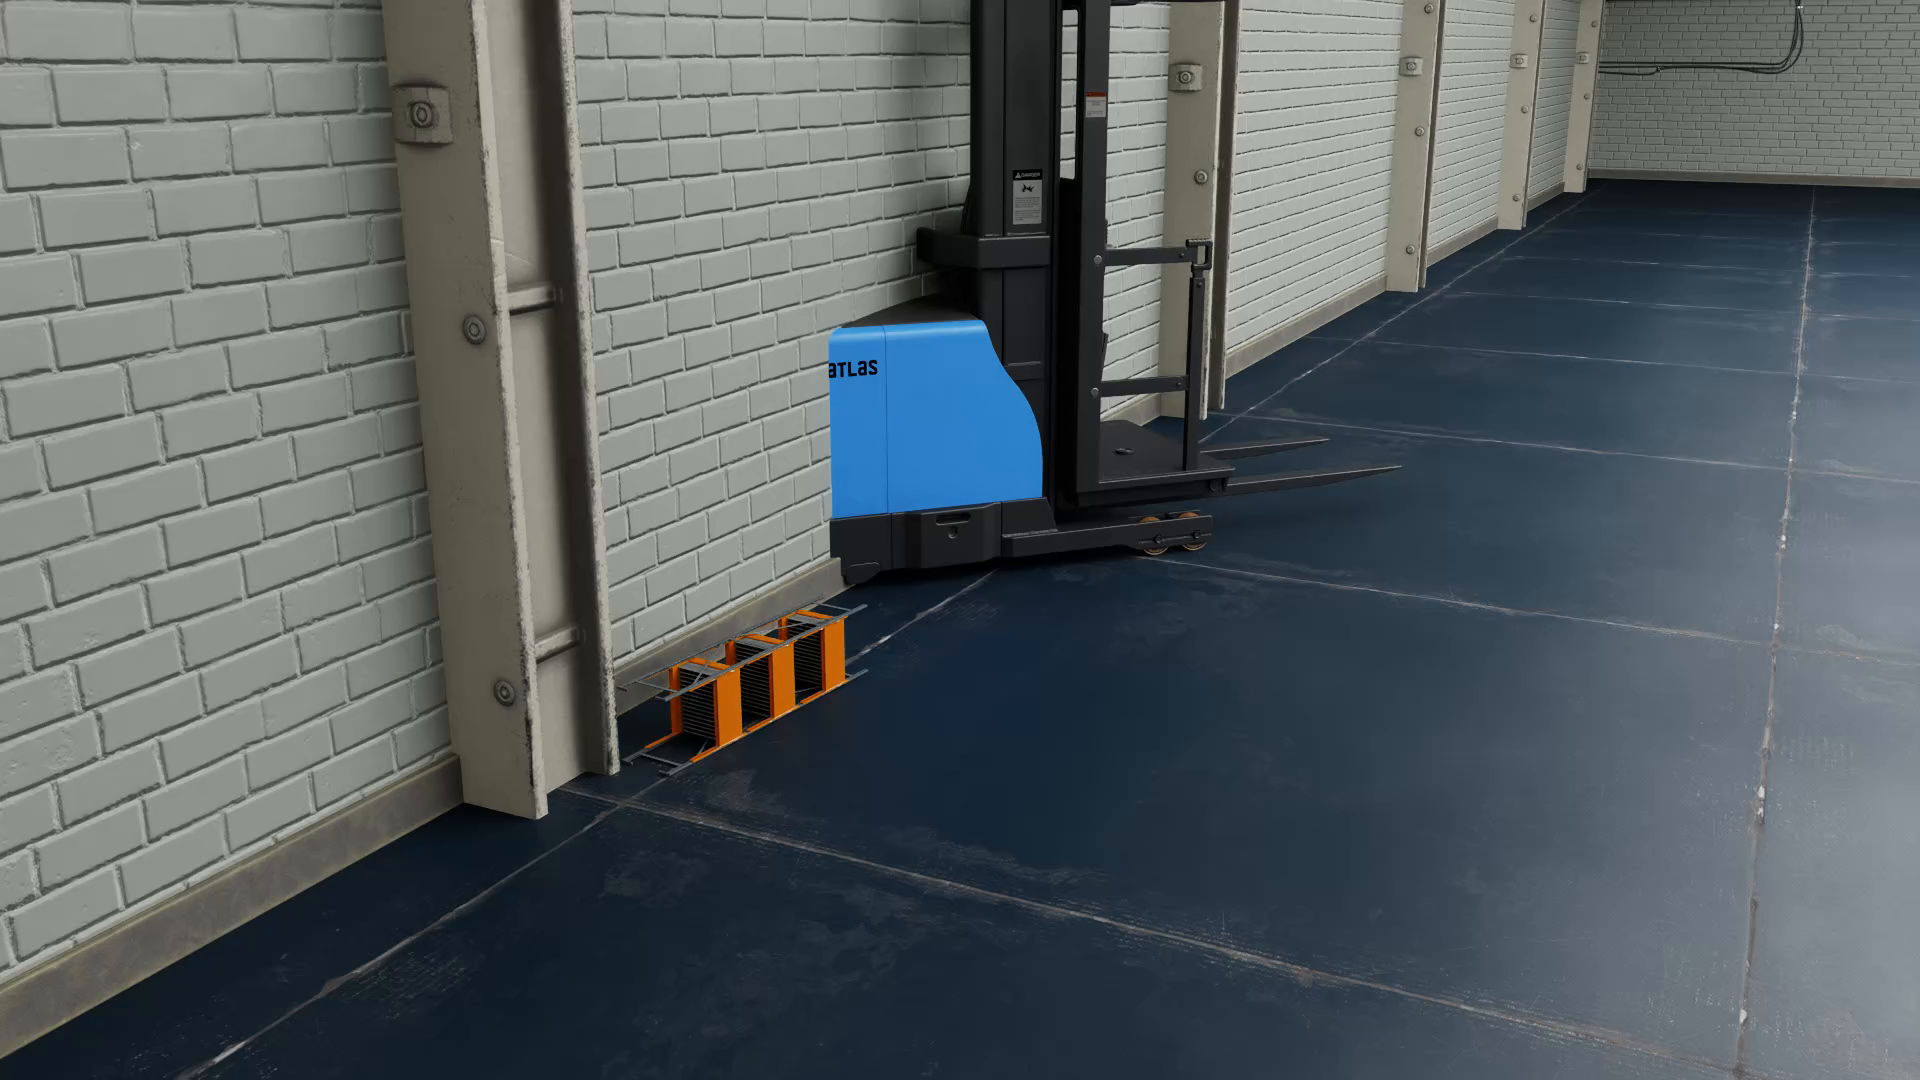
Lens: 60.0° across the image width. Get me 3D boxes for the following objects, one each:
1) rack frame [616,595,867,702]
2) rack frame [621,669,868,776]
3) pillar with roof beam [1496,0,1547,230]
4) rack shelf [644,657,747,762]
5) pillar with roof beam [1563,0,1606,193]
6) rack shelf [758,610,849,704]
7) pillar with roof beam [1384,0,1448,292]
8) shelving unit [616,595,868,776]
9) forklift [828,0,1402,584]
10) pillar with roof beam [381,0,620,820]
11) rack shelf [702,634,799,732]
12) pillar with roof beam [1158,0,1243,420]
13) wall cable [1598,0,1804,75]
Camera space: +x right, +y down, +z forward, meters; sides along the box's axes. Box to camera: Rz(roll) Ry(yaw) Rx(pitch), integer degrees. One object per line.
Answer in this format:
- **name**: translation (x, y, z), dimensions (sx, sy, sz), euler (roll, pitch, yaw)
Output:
- **rack frame**: translation (-0.692, 0.343, 5.486), dimensions (0.200, 0.008, 1.050), euler (10, 19, 31)
- **rack frame**: translation (-0.692, 0.577, 5.556), dimensions (0.200, 0.008, 1.050), euler (10, 19, 31)
- **pillar with roof beam**: translation (10.622, -7.612, 17.348), dimensions (9.100, 9.000, 0.400), euler (8, 18, 25)
- **rack shelf**: translation (-0.846, 0.530, 5.287), dimensions (0.215, 0.240, 0.259), euler (10, 19, 31)
- **pillar with roof beam**: translation (13.303, -9.140, 22.494), dimensions (9.100, 9.000, 0.400), euler (8, 18, 25)
- **rack shelf**: translation (-0.546, 0.395, 5.743), dimensions (0.215, 0.240, 0.259), euler (10, 19, 31)
- **pillar with roof beam**: translation (7.941, -6.084, 12.203), dimensions (9.100, 9.000, 0.400), euler (8, 18, 25)
- **shelving unit**: translation (-0.692, 0.460, 5.521), dimensions (0.215, 0.252, 1.050), euler (10, 19, 31)
- **forklift**: translation (0.580, -1.471, 7.328), dimensions (3.031, 2.935, 1.130), euler (-6, 18, -21)
- **pillar with roof beam**: translation (2.579, -3.027, 1.912), dimensions (9.100, 9.000, 0.400), euler (8, 18, 25)
- **rack shelf**: translation (-0.697, 0.463, 5.512), dimensions (0.215, 0.240, 0.259), euler (10, 19, 31)
- **pillar with roof beam**: translation (5.260, -4.556, 7.057), dimensions (9.100, 9.000, 0.400), euler (8, 18, 25)
- **wall cable**: translation (11.951, -8.782, 26.740), dimensions (3.097, 2.526, 0.112), euler (8, 18, 25)
